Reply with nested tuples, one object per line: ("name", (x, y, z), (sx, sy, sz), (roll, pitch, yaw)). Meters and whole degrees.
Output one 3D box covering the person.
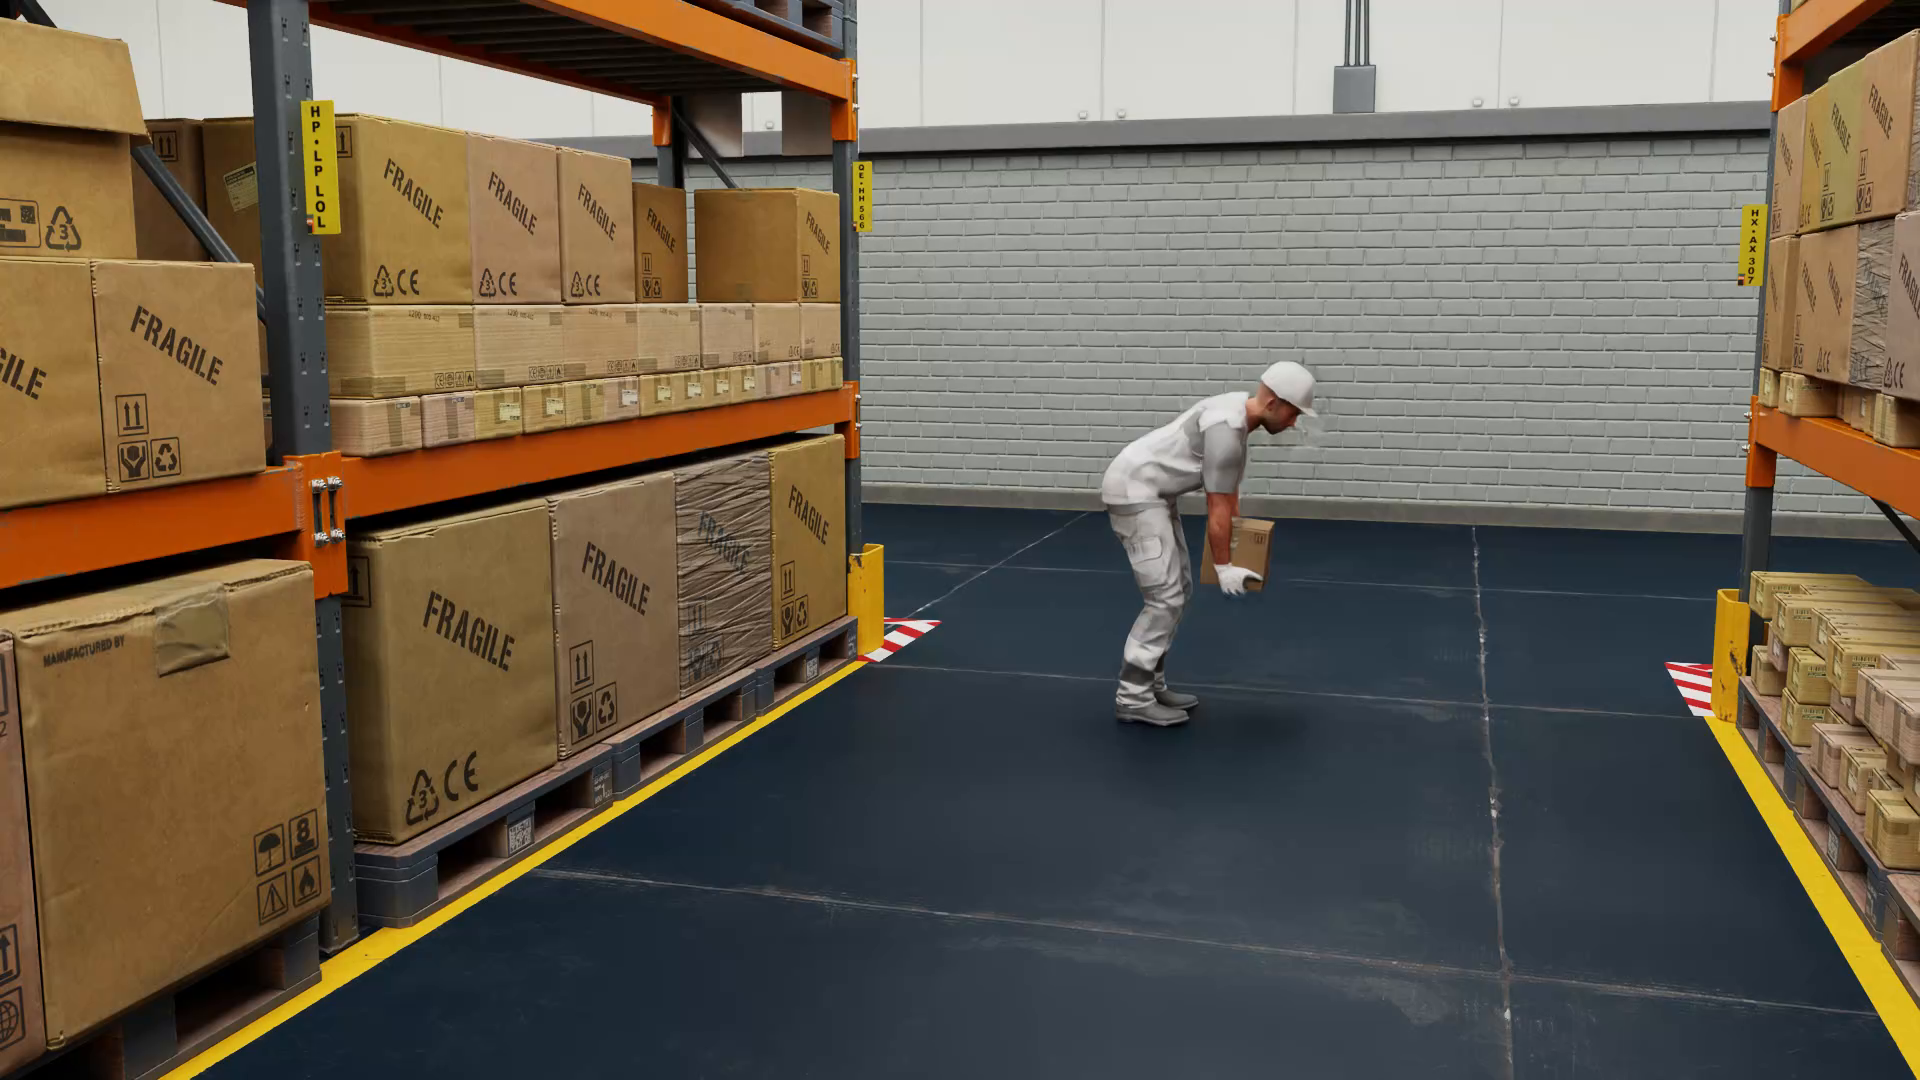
("person", (1.004, 0.009, 6.780), (0.858, 1.472, 0.482), (2, 9, 15))
